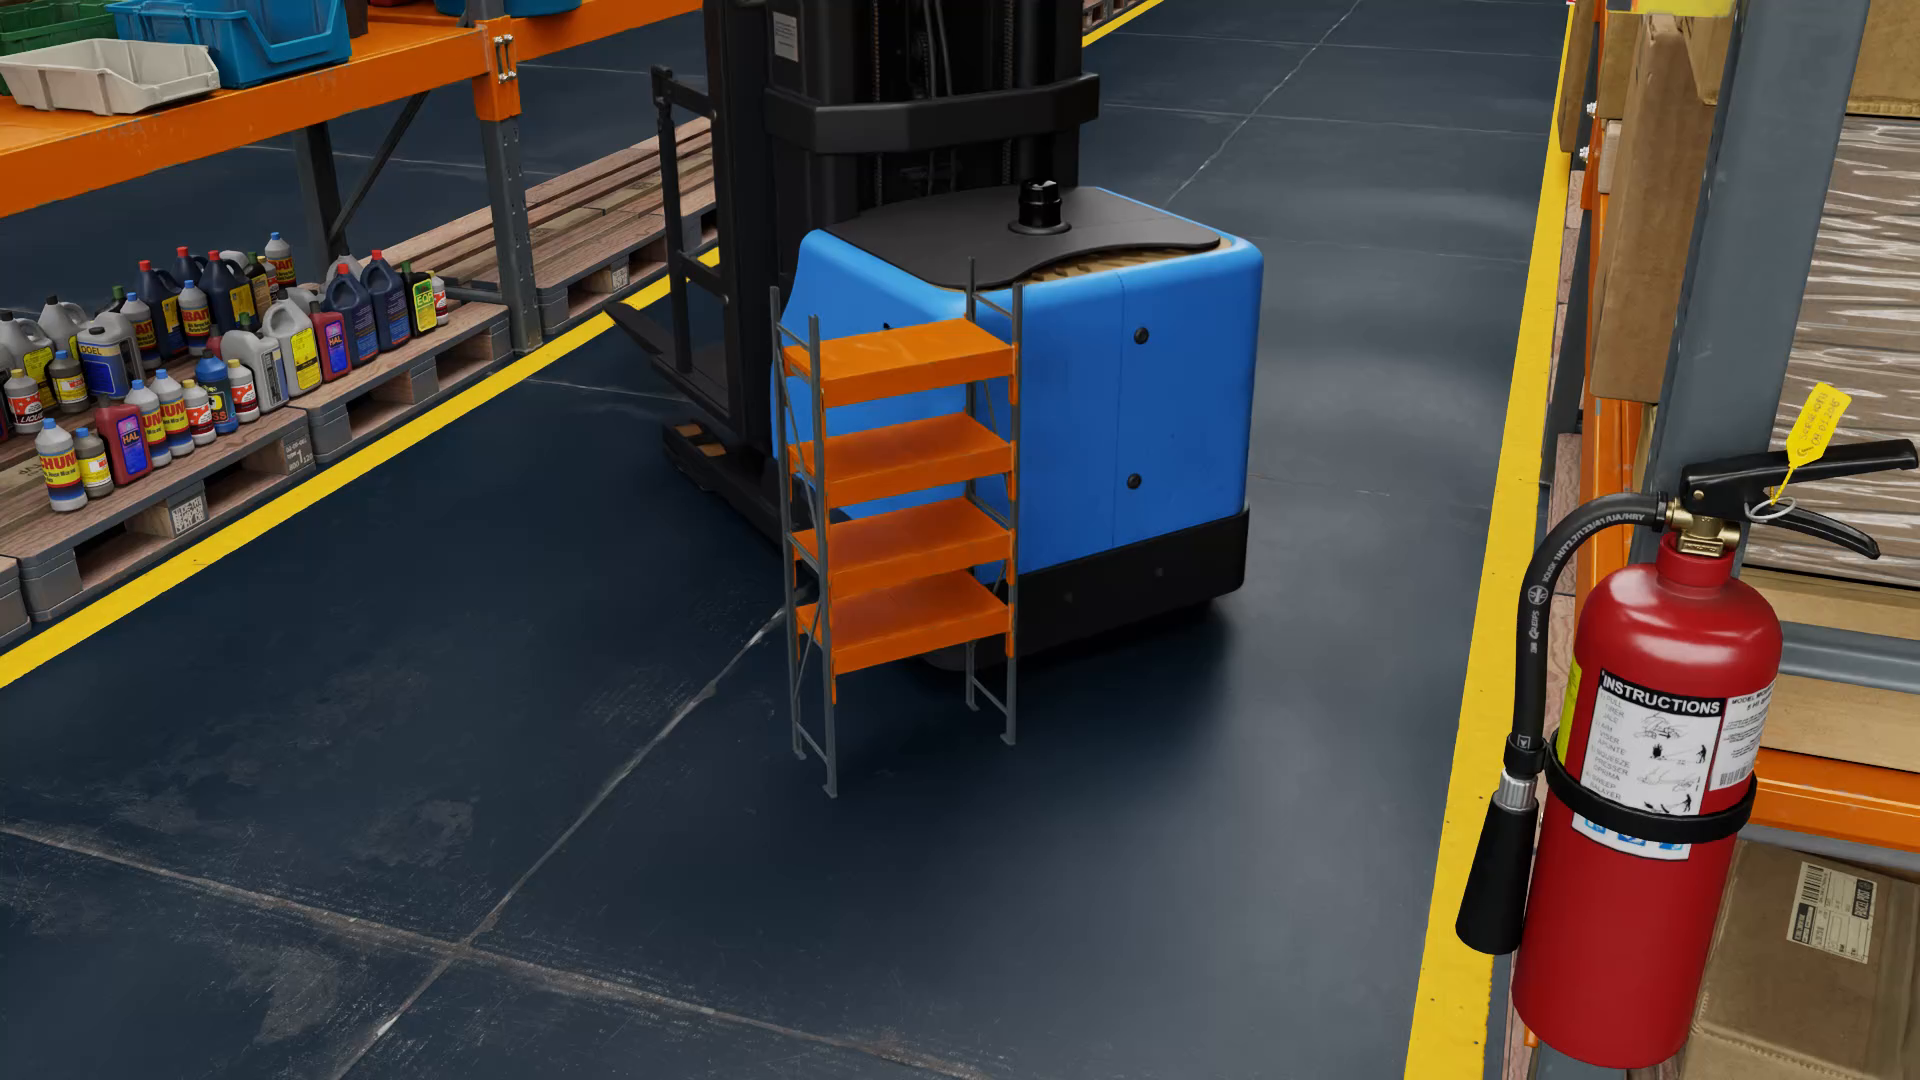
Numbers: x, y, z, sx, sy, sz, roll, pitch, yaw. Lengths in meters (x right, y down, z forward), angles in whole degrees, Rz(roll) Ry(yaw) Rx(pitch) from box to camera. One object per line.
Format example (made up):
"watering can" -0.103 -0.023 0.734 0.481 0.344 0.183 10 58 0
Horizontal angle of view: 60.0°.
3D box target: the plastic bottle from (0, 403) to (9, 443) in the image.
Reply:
"plastic bottle" -3.146 -0.436 5.321 0.061 0.283 0.133 9 27 17

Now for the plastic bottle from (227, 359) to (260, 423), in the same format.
"plastic bottle" -2.408 -0.504 5.554 0.097 0.201 0.097 0 26 0

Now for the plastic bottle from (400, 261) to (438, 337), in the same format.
"plastic bottle" -2.072 -0.932 6.344 0.061 0.283 0.133 10 28 20

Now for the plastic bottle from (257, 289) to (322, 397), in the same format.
"plastic bottle" -2.337 -0.690 5.767 0.144 0.351 0.185 9 27 17

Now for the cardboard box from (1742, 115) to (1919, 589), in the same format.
"cardboard box" 1.325 -0.241 1.849 0.875 0.500 0.500 9 27 17

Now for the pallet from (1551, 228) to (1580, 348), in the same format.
"pallet" 3.110 -1.052 7.180 1.003 0.211 1.213 9 27 17

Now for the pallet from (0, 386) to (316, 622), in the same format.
"pallet" -2.890 -0.174 5.367 1.003 0.211 1.213 9 27 17

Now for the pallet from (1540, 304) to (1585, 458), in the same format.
"pallet" 2.705 -0.549 6.141 1.003 0.211 1.213 9 27 17

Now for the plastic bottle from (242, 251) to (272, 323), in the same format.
"plastic bottle" -2.724 -0.958 6.398 0.061 0.283 0.133 9 27 17

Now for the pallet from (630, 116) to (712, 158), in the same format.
"pallet" -1.186 -2.278 9.712 1.003 0.211 1.213 9 27 17

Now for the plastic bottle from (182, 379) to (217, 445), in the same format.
"plastic bottle" -2.477 -0.419 5.380 0.097 0.201 0.097 0 26 0

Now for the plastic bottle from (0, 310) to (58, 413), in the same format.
"plastic bottle" -3.149 -0.607 5.597 0.144 0.351 0.185 10 28 20

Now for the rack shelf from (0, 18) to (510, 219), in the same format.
"rack shelf" -2.889 -1.056 4.815 1.077 0.370 4.000 9 27 17

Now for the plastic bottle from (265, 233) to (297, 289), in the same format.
"plastic bottle" -2.742 -1.104 6.715 0.097 0.271 0.097 0 26 0

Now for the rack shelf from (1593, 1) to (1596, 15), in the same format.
"rack shelf" 4.444 -3.625 10.121 1.077 0.370 4.000 9 27 17

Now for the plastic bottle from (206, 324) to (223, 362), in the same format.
"plastic bottle" -2.495 -0.608 5.676 0.061 0.283 0.133 9 27 17

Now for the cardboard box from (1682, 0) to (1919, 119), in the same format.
"cardboard box" 1.067 -0.731 1.713 0.500 0.500 0.500 9 27 17

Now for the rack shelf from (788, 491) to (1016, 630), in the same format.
"rack shelf" -0.139 0.042 3.941 0.480 0.148 0.258 -13 29 -25

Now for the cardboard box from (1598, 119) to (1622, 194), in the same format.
"cardboard box" 1.744 -0.917 3.991 0.380 0.149 0.250 9 27 17

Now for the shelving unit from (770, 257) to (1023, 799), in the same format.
"shelving unit" -0.139 -0.019 3.912 0.503 1.200 0.258 -13 29 -25

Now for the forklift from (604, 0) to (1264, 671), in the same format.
"forklift" -0.365 -1.574 5.137 1.130 2.935 3.031 -15 29 -28

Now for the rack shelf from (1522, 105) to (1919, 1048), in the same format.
"rack shelf" 1.782 -0.338 3.331 1.077 0.370 4.000 9 27 17

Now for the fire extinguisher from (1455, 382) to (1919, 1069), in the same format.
"fire extinguisher" 0.644 0.175 1.535 0.296 0.674 0.183 9 27 17

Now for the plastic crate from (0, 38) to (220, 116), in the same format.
"plastic crate" -2.525 -1.379 4.959 0.530 0.136 0.437 9 27 17

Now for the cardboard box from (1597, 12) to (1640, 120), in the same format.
"cardboard box" 2.040 -1.286 4.008 0.875 0.500 0.500 9 27 17

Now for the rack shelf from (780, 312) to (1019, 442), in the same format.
"rack shelf" -0.139 -0.373 3.741 0.480 0.148 0.258 -13 29 -25

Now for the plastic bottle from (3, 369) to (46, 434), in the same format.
"plastic bottle" -3.077 -0.461 5.466 0.097 0.201 0.097 0 26 0

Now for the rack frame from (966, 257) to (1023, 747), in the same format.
"rack frame" 0.077 -0.068 4.014 0.015 1.200 0.240 -13 29 -25

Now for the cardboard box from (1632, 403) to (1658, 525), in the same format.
"cardboard box" 1.135 -0.087 2.275 0.380 0.149 0.250 9 27 17

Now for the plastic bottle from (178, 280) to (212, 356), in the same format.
"plastic bottle" -2.817 -0.823 6.134 0.097 0.271 0.097 0 26 0

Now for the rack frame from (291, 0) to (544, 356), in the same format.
"rack frame" -2.223 -2.202 6.356 1.000 3.000 0.127 9 27 17

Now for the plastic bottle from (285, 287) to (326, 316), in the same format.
"plastic bottle" -2.377 -0.800 6.080 0.152 0.276 0.135 9 27 17

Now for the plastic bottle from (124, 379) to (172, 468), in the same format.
"plastic bottle" -2.543 -0.369 5.196 0.097 0.271 0.097 0 26 0

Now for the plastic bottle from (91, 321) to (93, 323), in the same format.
"plastic bottle" -3.062 -0.678 5.915 0.097 0.201 0.097 0 26 0

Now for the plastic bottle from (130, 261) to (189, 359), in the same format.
"plastic bottle" -2.946 -0.858 6.116 0.144 0.351 0.185 8 27 15

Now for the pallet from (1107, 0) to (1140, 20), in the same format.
"pallet" 1.052 -5.045 15.428 1.003 0.211 1.213 9 27 17

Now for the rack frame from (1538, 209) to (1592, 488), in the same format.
"rack frame" 2.448 -1.484 4.872 1.000 3.000 0.127 9 27 17

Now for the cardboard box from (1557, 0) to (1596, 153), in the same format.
"cardboard box" 4.028 -2.641 9.218 1.225 0.875 0.875 7 27 15

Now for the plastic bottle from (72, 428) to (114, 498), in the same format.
"plastic bottle" -2.622 -0.239 5.008 0.097 0.201 0.097 0 26 0

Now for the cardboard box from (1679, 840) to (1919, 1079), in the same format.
"cardboard box" 1.340 0.842 2.455 0.500 0.500 0.500 14 29 27

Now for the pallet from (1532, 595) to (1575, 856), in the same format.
"pallet" 1.853 0.556 3.860 1.003 0.211 1.213 9 27 17

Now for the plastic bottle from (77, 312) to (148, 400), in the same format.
"plastic bottle" -2.939 -0.639 5.748 0.152 0.276 0.135 9 27 17

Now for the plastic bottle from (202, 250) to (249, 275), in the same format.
"plastic bottle" -2.824 -0.970 6.431 0.152 0.276 0.135 10 27 19

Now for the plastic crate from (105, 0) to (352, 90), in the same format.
"plastic crate" -2.335 -1.641 5.367 0.499 0.251 0.616 9 27 17

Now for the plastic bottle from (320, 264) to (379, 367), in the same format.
"plastic bottle" -2.229 -0.822 6.041 0.144 0.351 0.185 7 27 15

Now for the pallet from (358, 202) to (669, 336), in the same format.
"pallet" -1.998 -1.275 7.641 1.003 0.211 1.213 9 27 17
